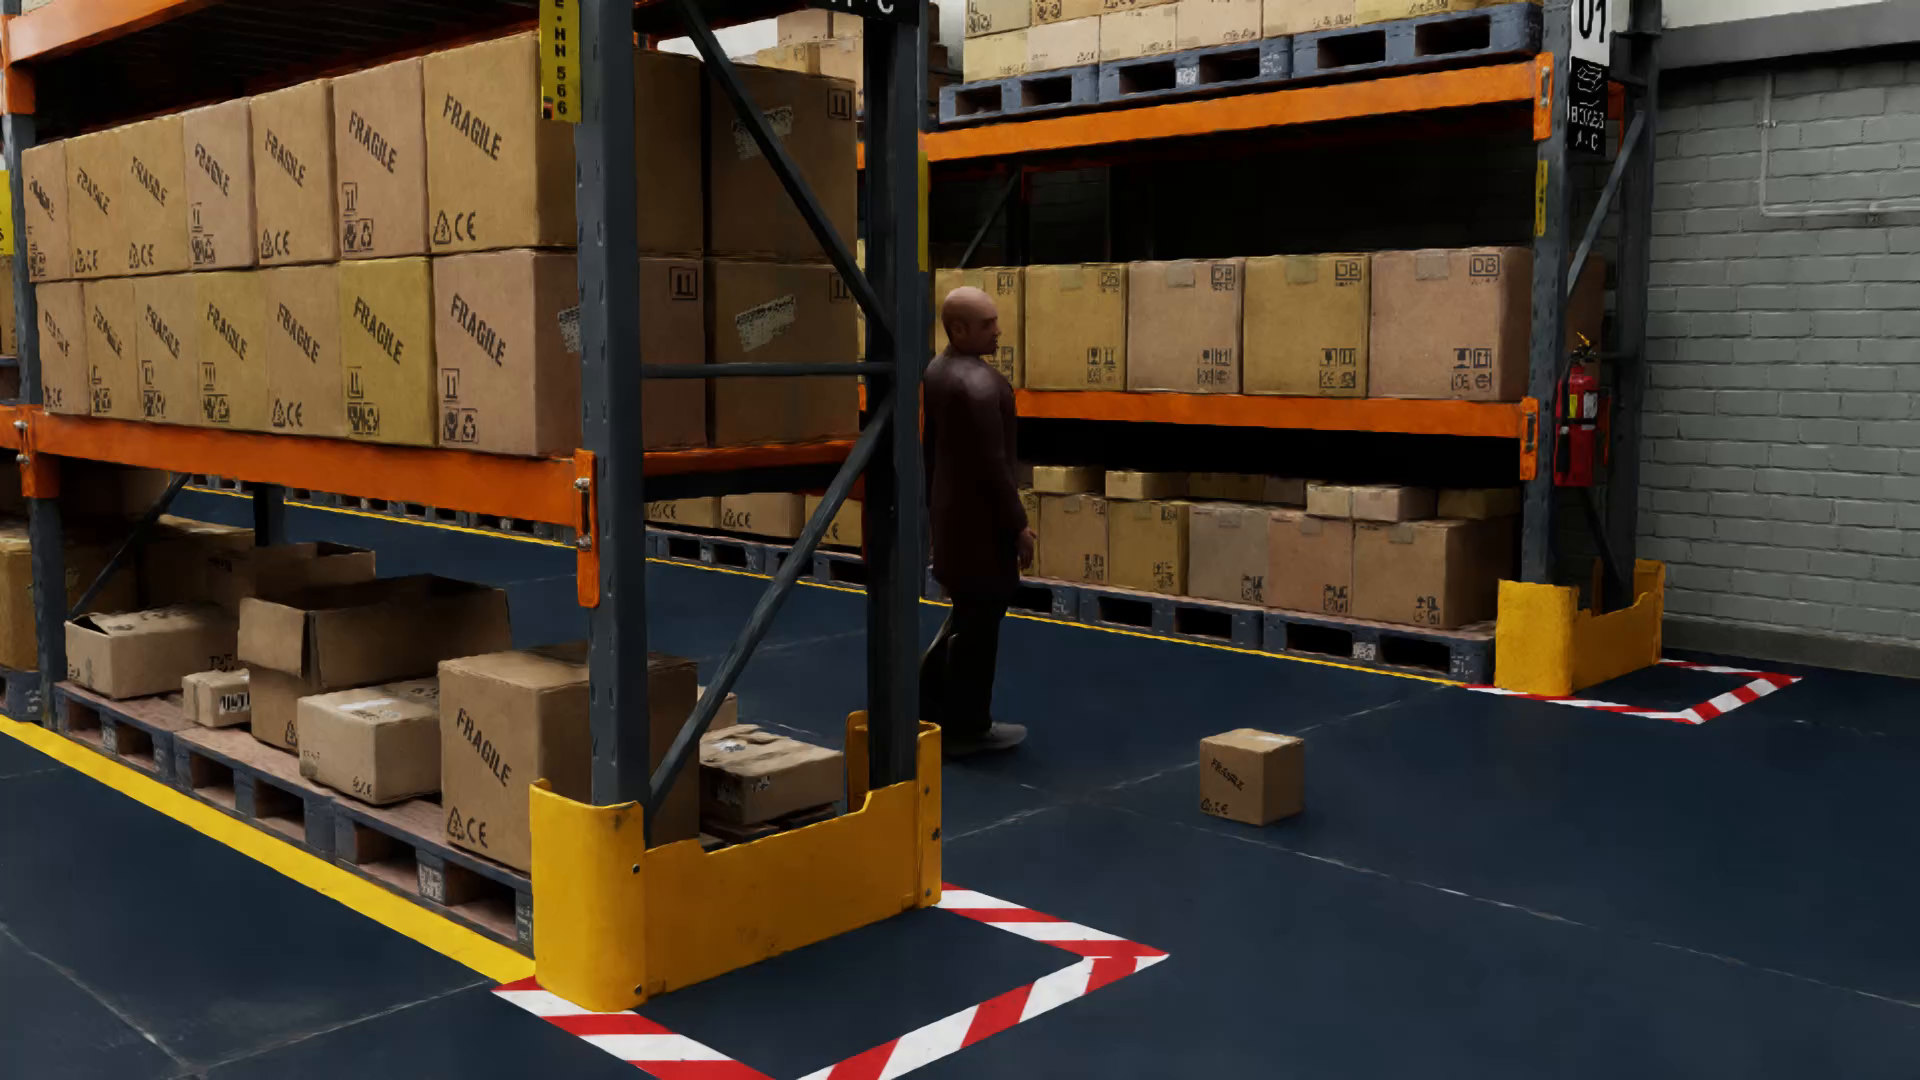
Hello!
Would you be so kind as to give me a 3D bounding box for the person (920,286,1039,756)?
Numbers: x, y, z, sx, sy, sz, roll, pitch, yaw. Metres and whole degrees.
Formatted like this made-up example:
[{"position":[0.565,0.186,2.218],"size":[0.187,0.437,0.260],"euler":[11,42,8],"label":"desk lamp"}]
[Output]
[{"position":[0.042,-0.053,6.250],"size":[0.511,1.776,0.643],"euler":[-2,7,-18],"label":"person"}]
